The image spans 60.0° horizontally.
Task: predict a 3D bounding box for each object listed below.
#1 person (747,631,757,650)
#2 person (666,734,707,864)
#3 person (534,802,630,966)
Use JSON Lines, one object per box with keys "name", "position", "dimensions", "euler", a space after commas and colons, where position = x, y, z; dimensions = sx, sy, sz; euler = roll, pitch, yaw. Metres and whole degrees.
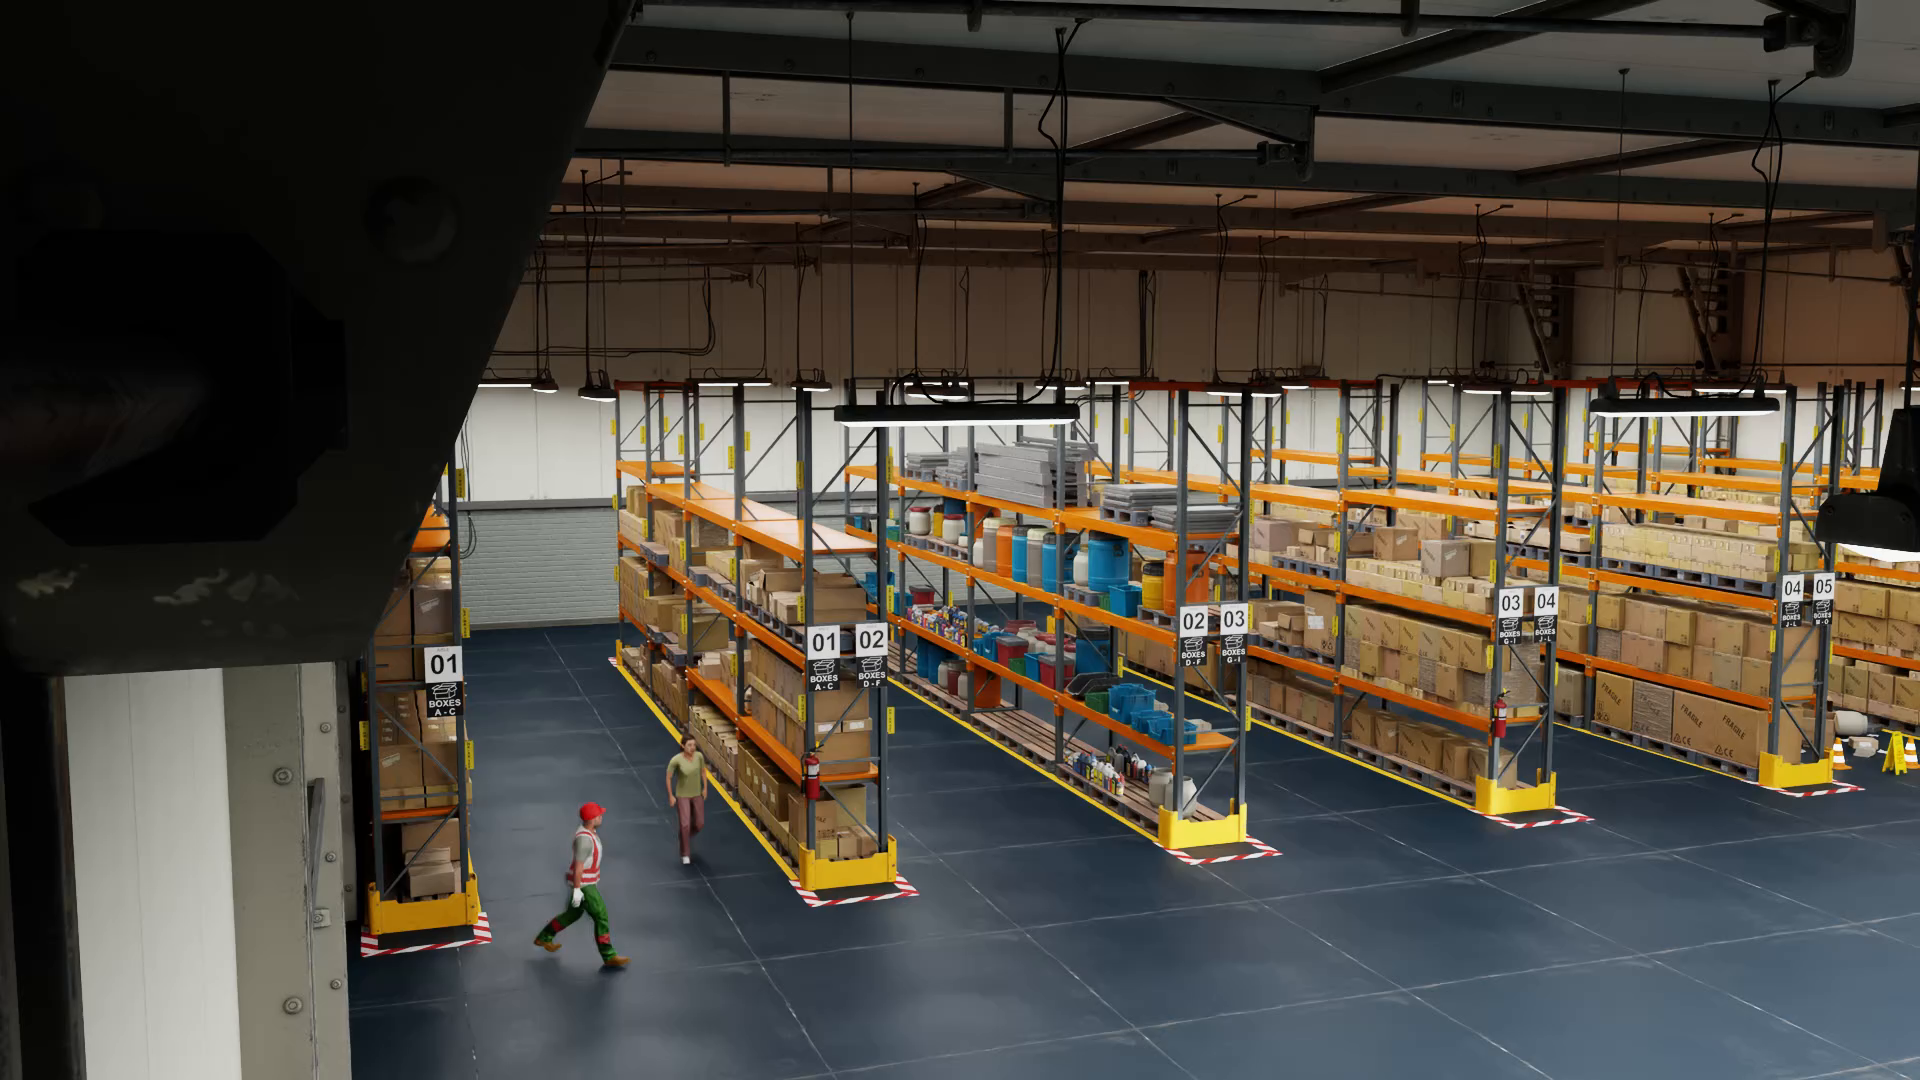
{"name": "person", "position": [-3.946, 2.186, 31.805], "dimensions": [0.532, 1.585, 0.708], "euler": [-1, 6, -11]}
{"name": "person", "position": [-3.510, 3.272, 21.295], "dimensions": [0.545, 1.654, 0.600], "euler": [-4, 7, -31]}
{"name": "person", "position": [-4.008, 3.617, 17.561], "dimensions": [1.105, 1.738, 0.567], "euler": [1, 6, 6]}
